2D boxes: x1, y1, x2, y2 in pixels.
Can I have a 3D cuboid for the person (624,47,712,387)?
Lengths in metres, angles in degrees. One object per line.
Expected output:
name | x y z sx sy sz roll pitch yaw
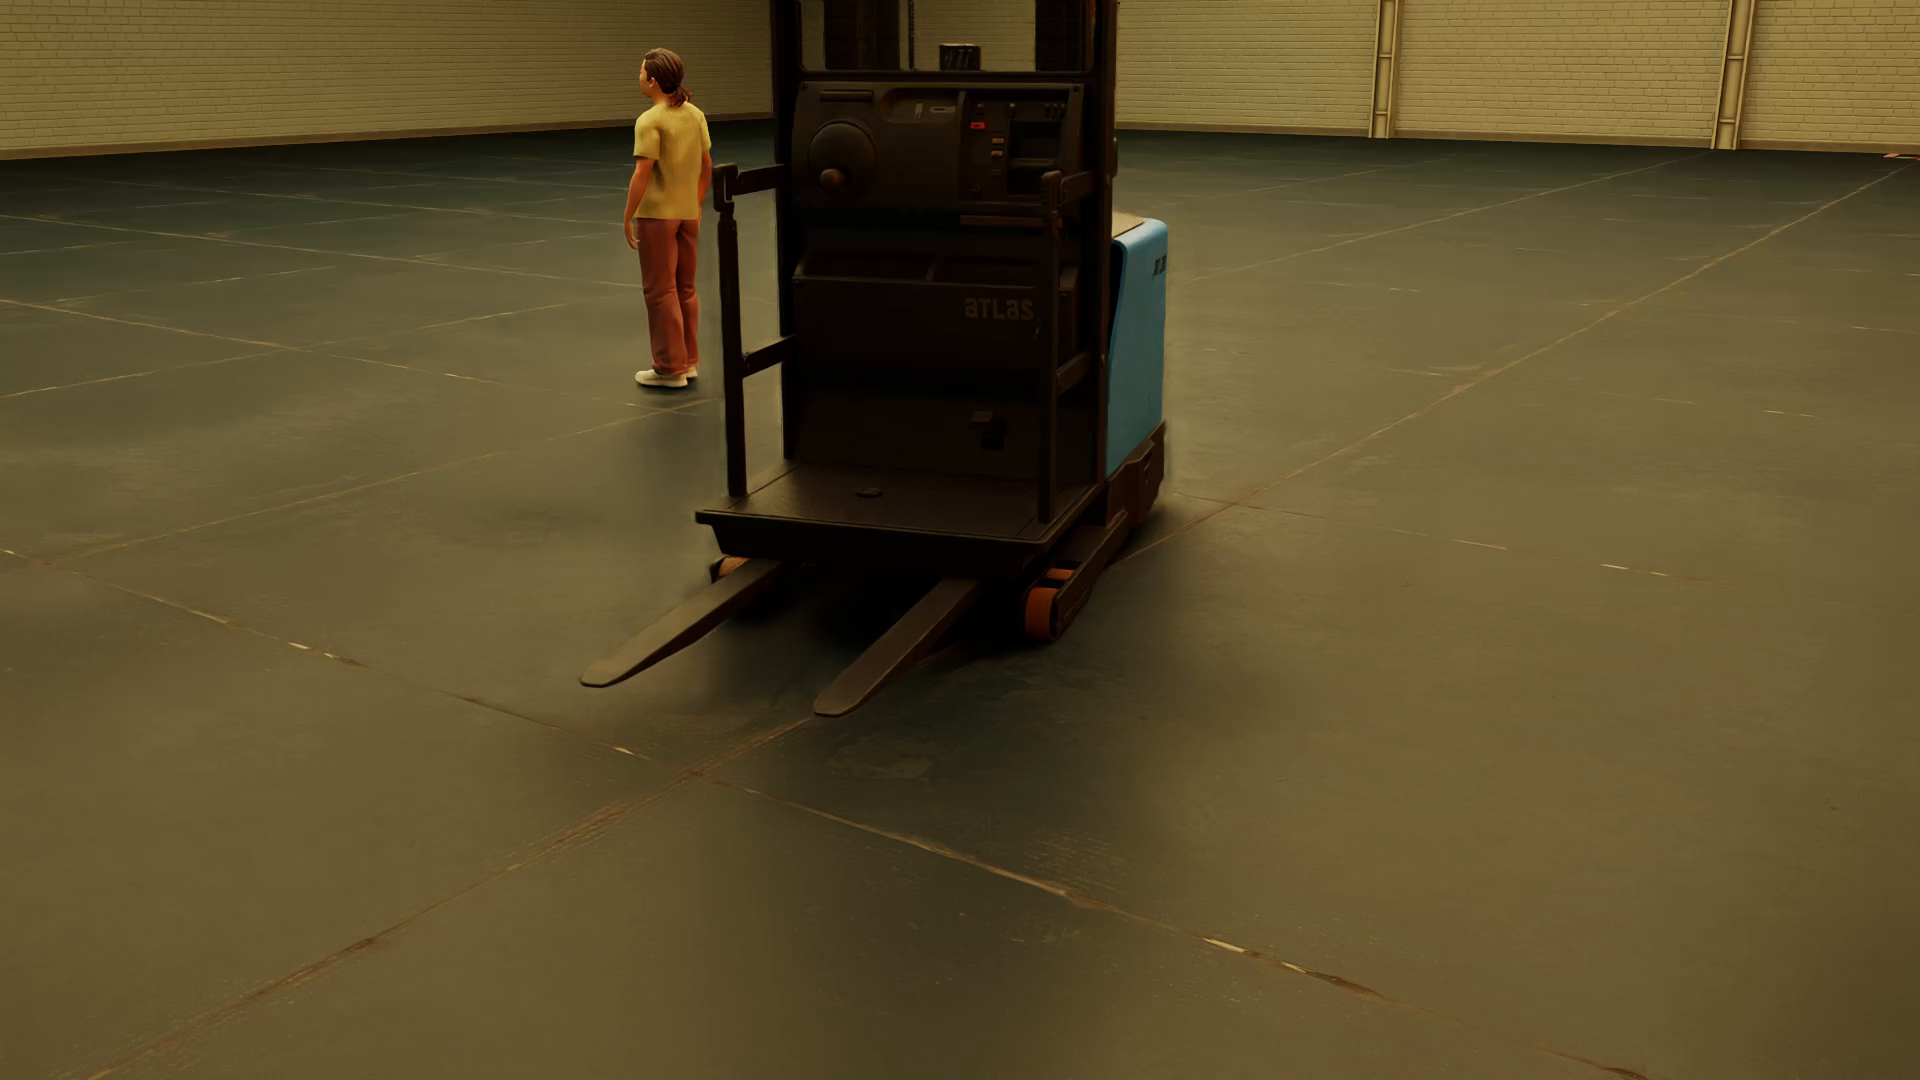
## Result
person | -1.521 -1.607 8.375 0.550 1.676 0.554 12 20 34

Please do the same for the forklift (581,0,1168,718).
forklift | -0.140 -1.229 4.942 1.130 2.935 3.031 5 17 17
